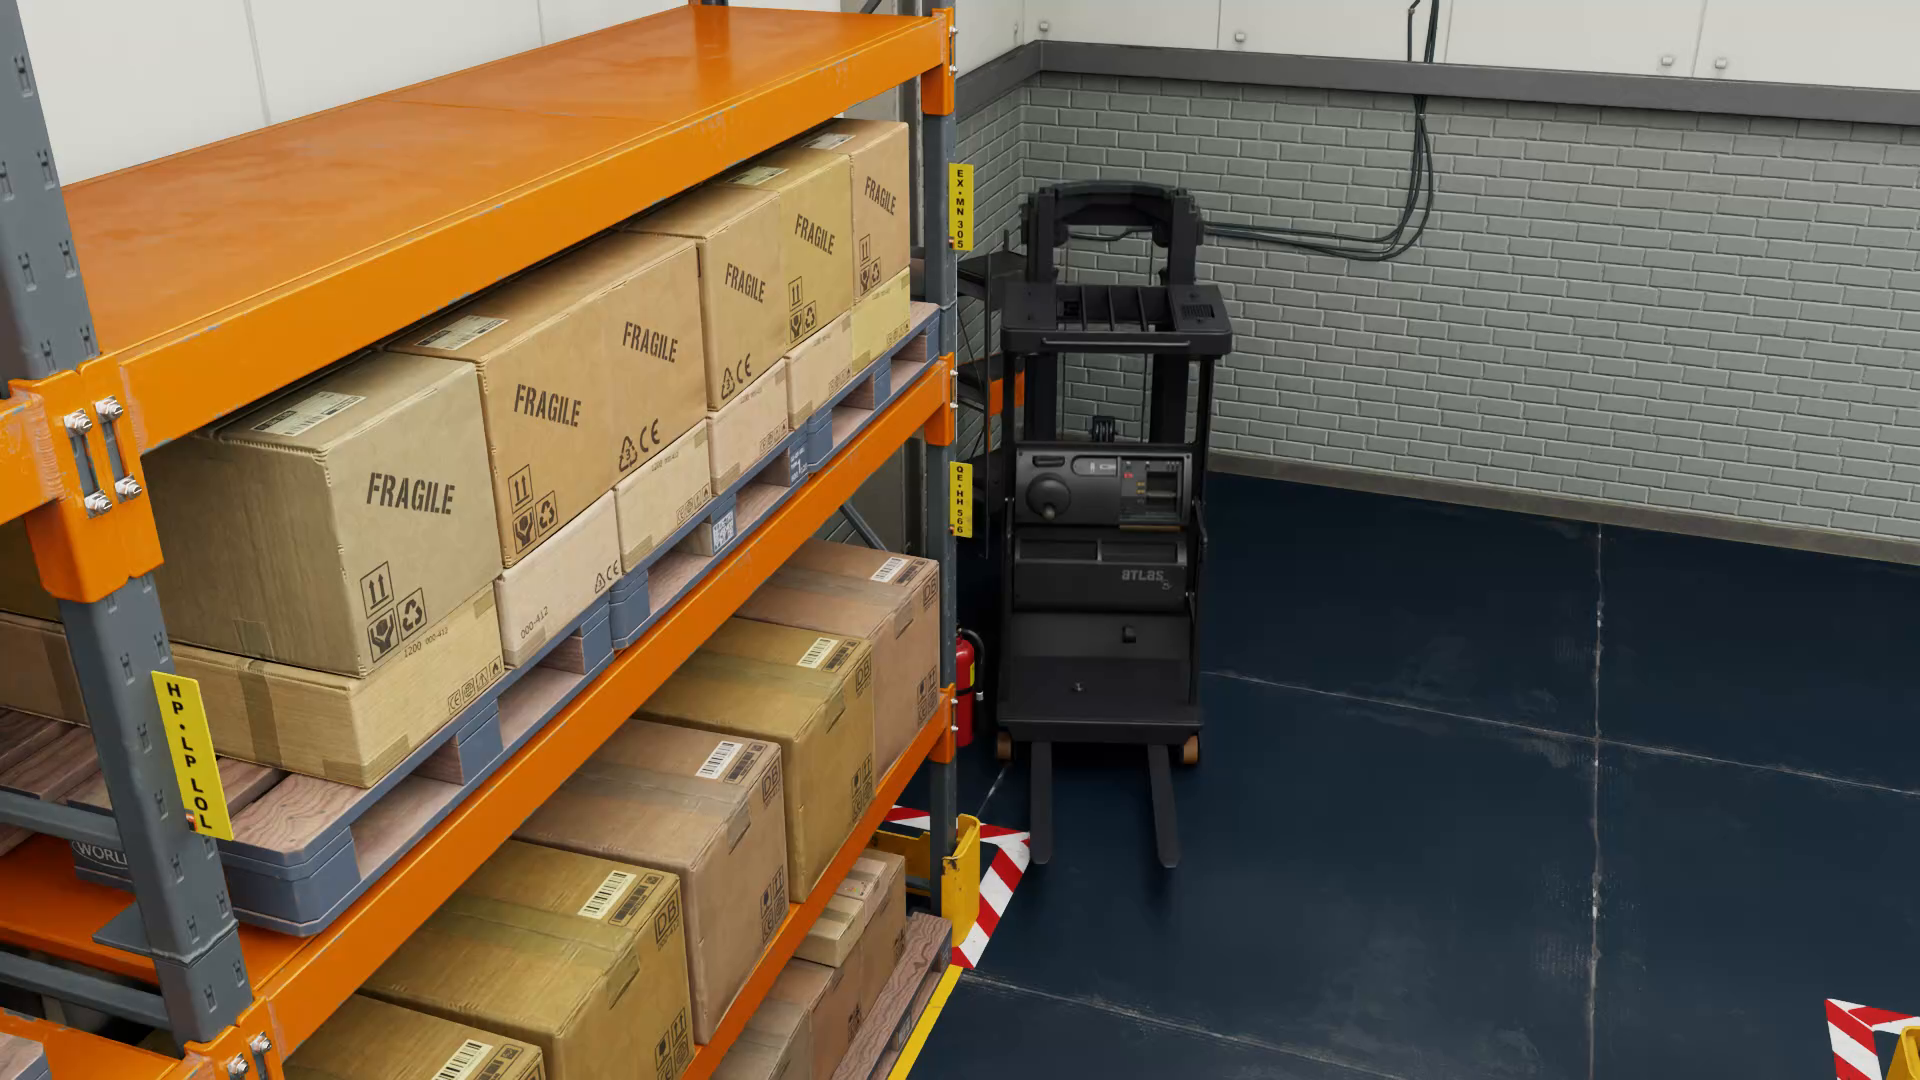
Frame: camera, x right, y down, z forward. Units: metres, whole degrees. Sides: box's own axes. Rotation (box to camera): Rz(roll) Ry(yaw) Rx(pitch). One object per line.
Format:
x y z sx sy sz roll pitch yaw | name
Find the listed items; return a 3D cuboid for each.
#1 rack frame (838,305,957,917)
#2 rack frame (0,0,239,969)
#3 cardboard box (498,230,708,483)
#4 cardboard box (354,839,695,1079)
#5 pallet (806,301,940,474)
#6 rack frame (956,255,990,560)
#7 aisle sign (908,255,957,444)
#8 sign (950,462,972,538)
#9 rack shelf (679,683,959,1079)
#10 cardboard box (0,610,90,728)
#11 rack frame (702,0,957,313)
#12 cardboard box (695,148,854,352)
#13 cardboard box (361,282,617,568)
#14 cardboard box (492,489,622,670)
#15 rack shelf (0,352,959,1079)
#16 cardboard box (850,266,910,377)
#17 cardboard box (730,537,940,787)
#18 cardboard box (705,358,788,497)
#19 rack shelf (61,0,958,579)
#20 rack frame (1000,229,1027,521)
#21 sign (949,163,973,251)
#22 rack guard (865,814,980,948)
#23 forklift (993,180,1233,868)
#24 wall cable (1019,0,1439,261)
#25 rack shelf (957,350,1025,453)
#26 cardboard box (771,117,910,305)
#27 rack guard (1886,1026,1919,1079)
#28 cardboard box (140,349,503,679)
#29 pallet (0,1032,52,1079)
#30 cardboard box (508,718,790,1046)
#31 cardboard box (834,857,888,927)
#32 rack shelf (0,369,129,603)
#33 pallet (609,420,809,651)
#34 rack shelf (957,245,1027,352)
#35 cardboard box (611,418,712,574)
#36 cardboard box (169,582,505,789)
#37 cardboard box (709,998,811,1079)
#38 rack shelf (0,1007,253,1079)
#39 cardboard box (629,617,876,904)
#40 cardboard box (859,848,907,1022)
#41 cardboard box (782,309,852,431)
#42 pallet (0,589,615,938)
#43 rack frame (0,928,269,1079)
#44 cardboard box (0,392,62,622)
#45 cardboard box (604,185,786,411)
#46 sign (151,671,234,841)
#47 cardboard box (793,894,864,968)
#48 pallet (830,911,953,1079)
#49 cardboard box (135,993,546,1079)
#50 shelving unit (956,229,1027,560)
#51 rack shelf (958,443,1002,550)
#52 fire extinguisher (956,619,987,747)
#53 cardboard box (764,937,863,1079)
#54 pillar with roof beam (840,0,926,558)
-0.506 0.380 7.246 1.000 3.000 0.127 9 27 17 | rack frame
-1.837 -0.676 2.544 1.000 3.000 0.127 9 27 17 | rack frame
-1.011 -0.498 4.334 0.500 0.500 0.500 9 27 18 | cardboard box
-1.393 1.369 4.860 0.980 0.700 0.700 8 27 16 | cardboard box
-0.743 -0.624 5.979 1.003 0.211 1.213 9 27 17 | pallet
0.052 -0.877 10.876 0.015 2.100 0.400 -21 33 -36 | rack frame
-0.199 -0.776 6.651 0.394 0.787 0.004 9 27 17 | aisle sign
0.001 -0.163 6.768 0.100 0.325 0.005 9 27 17 | sign
-1.172 1.526 5.706 1.077 0.370 4.000 9 27 17 | rack shelf
-1.831 0.192 3.768 0.500 0.250 0.500 9 27 18 | cardboard box
-0.506 -2.320 5.939 1.000 3.000 0.127 9 27 17 | rack frame
-0.669 -0.930 5.224 0.500 0.500 0.500 10 27 19 | cardboard box
-1.170 -0.295 3.913 0.500 0.500 0.500 8 27 16 | cardboard box
-1.176 0.054 4.053 0.500 0.250 0.500 8 27 16 | cardboard box
-1.172 0.176 5.052 1.077 0.370 4.000 9 27 17 | rack shelf
-0.499 -0.797 5.811 0.500 0.250 0.500 10 27 19 | cardboard box
-0.666 0.456 6.745 0.980 0.700 0.700 10 28 20 | cardboard box
-0.840 -0.368 4.926 0.500 0.250 0.500 8 27 16 | cardboard box
-1.172 -0.994 4.486 1.077 0.370 4.000 9 27 17 | rack shelf
0.422 -1.016 11.162 0.015 2.100 0.400 -21 33 -36 | rack frame
0.001 -1.248 6.243 0.100 0.325 0.005 9 27 17 | sign
-0.498 1.495 7.812 1.175 0.500 0.348 9 27 17 | rack guard
0.753 -0.250 8.627 1.130 2.935 3.031 1 26 2 | forklift
1.713 -3.195 11.309 3.097 2.526 0.112 9 27 17 | wall cable
0.237 -0.934 11.025 0.480 0.518 0.431 -21 33 -36 | rack shelf
-0.492 -1.134 5.646 0.500 0.500 0.500 9 27 17 | cardboard box
4.141 2.253 6.246 1.175 0.500 0.348 9 27 17 | rack guard
-1.335 -0.083 3.475 0.500 0.500 0.500 8 27 17 | cardboard box
-2.096 1.144 2.447 0.805 0.209 1.217 8 27 15 | pallet
-1.160 1.069 5.480 0.980 0.700 0.700 7 27 15 | cardboard box
-0.516 1.406 6.771 0.380 0.149 0.250 8 27 17 | cardboard box
-2.503 0.649 1.091 1.077 0.370 4.000 9 27 17 | rack shelf
-1.147 -0.121 4.940 1.003 0.211 1.213 9 27 17 | pallet
0.237 -1.564 10.720 0.480 0.518 0.431 -21 33 -36 | rack shelf
-1.012 -0.158 4.491 0.500 0.250 0.500 8 27 16 | cardboard box
-1.359 0.262 3.625 0.500 0.250 0.500 9 27 17 | cardboard box
-0.978 2.031 6.224 0.700 0.500 0.500 8 27 16 | cardboard box
-2.503 1.819 1.657 1.077 0.370 4.000 9 27 17 | rack shelf
-0.898 0.757 6.124 0.980 0.700 0.700 9 27 17 | cardboard box
-0.645 1.618 7.076 0.700 0.500 0.500 9 27 17 | cardboard box
-0.672 -0.583 5.369 0.500 0.250 0.500 8 27 15 | cardboard box
-1.555 0.379 3.908 1.003 0.211 1.213 9 27 17 | pallet
-1.837 2.024 3.851 1.000 3.000 0.127 9 27 17 | rack frame
-1.825 -0.151 3.616 0.500 0.500 0.500 9 27 17 | cardboard box
-0.835 -0.714 4.779 0.500 0.500 0.500 8 27 15 | cardboard box
-1.322 0.374 2.862 0.100 0.325 0.005 9 27 17 | sign
-0.600 1.511 6.554 0.380 0.149 0.250 9 27 19 | cardboard box
-0.698 1.975 7.152 1.003 0.211 1.213 9 27 17 | pallet
-1.641 1.668 4.242 0.980 0.700 0.700 9 27 18 | cardboard box
0.237 -0.946 11.019 0.503 2.100 0.431 -21 33 -36 | shelving unit
0.237 -0.304 11.330 0.480 0.518 0.431 -21 33 -36 | rack shelf
-0.021 0.588 7.334 0.296 0.674 0.183 9 27 17 | fire extinguisher
-0.811 1.824 6.651 0.700 0.500 0.500 9 27 17 | cardboard box
3.636 -2.931 7.200 9.100 9.000 0.400 9 27 17 | pillar with roof beam
